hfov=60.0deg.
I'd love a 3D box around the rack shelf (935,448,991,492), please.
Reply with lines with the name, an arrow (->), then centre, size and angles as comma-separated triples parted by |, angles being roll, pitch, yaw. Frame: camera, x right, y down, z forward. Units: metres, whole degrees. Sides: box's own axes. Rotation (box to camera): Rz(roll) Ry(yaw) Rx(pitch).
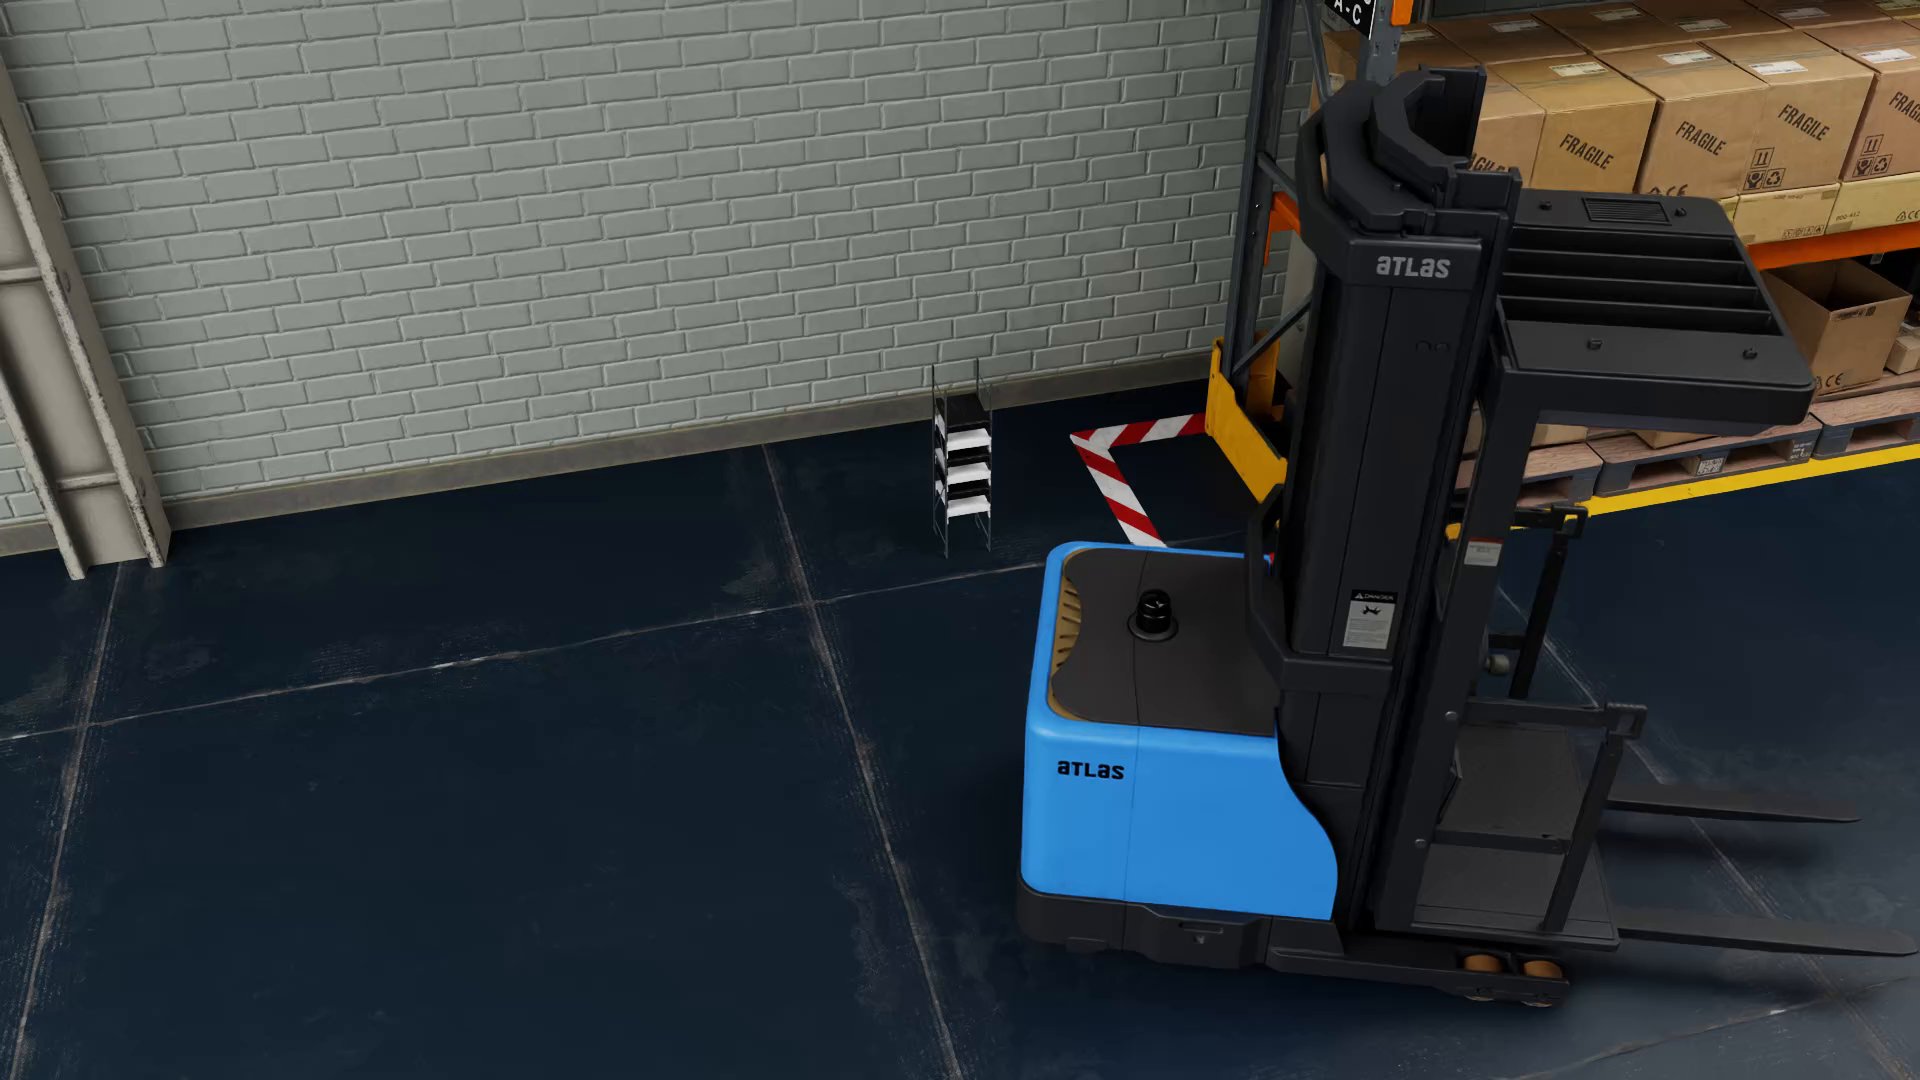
rack shelf -> 0.008, -0.332, 7.499 | 0.200, 0.077, 0.258 | -9, 38, -12

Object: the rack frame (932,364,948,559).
rack frame -> -0.090, -0.343, 7.457 | 0.006, 0.900, 0.240 | -9, 38, -12

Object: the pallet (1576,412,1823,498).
pallet -> 3.521, -0.668, 8.449 | 1.213, 0.211, 1.003 | -9, 38, -12

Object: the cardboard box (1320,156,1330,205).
cardboard box -> 1.879, -1.600, 7.480 | 0.500, 0.250, 0.500 | -9, 38, -11

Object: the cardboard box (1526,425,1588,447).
cardboard box -> 2.720, -0.718, 8.071 | 0.500, 0.311, 0.500 | -6, 38, -8

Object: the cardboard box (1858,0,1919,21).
cardboard box -> 4.332, -2.312, 7.794 | 0.500, 0.500, 0.500 | -10, 38, -12

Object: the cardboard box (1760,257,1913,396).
cardboard box -> 4.349, -1.092, 8.404 | 0.500, 0.500, 0.500 | -12, 39, -15

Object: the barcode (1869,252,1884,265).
barcode -> 4.756, -1.462, 8.624 | 0.075, 0.075, 0.001 | -9, 38, -12

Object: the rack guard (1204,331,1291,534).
rack guard -> 1.552, -0.483, 7.970 | 0.348, 0.500, 1.175 | -9, 38, -12

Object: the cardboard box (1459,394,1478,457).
cardboard box -> 2.170, -0.628, 7.953 | 0.500, 0.311, 0.500 | -14, 39, -17

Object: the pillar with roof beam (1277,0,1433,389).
pillar with roof beam -> 3.051, -1.940, 2.880 | 0.400, 9.000, 9.100 | -9, 38, -12

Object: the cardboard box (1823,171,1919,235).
cardboard box -> 3.997, -1.631, 7.520 | 0.500, 0.250, 0.500 | -10, 38, -12

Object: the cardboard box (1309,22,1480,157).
cardboard box -> 1.878, -1.910, 7.267 | 0.500, 0.500, 0.500 | -10, 38, -12

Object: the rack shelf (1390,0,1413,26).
rack shelf -> 3.409, -2.687, 6.917 | 4.000, 0.370, 1.077 | -9, 38, -12

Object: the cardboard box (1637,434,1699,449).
cardboard box -> 3.442, -0.880, 8.127 | 0.500, 0.500, 0.700 | -12, 39, -15

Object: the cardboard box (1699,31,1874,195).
cardboard box -> 3.493, -1.849, 7.188 | 0.500, 0.500, 0.500 | -8, 38, -11

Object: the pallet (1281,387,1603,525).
pallet -> 2.345, -0.477, 8.199 | 1.213, 0.211, 1.003 | -9, 38, -12

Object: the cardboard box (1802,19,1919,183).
cardboard box -> 3.995, -1.932, 7.296 | 0.500, 0.500, 0.500 | -10, 39, -13

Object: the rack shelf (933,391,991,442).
rack shelf -> 0.008, -0.547, 7.334 | 0.200, 0.077, 0.258 | -9, 38, -12

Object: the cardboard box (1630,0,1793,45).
cardboard box -> 3.351, -2.148, 7.579 | 0.500, 0.500, 0.500 | -9, 38, -11

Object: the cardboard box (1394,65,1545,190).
cardboard box -> 2.018, -1.610, 6.875 | 0.500, 0.500, 0.500 | -9, 38, -12

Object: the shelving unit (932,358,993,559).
shelving unit -> 0.008, -0.359, 7.478 | 0.210, 0.900, 0.258 | -9, 38, -12

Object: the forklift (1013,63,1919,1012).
forklift -> 1.751, 0.093, 5.216 | 3.031, 2.935, 1.130 | 5, 38, 7

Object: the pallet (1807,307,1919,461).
pallet -> 4.701, -0.863, 8.705 | 1.213, 0.211, 1.003 | -9, 38, -12

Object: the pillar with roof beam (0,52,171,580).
pillar with roof beam -> -2.741, -0.990, 1.637 | 0.400, 9.000, 9.100 | -9, 38, -12

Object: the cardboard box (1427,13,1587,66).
cardboard box -> 2.367, -1.984, 7.364 | 0.500, 0.500, 0.500 | -9, 38, -11

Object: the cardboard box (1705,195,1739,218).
cardboard box -> 3.023, -1.471, 7.312 | 0.500, 0.250, 0.500 | -10, 39, -13

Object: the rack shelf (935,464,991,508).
rack shelf -> 0.008, -0.261, 7.553 | 0.200, 0.077, 0.258 | -9, 38, -12

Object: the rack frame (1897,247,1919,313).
rack frame -> 5.340, -2.098, 8.023 | 0.127, 3.000, 1.000 | -9, 38, -12

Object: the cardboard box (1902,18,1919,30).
cardboard box -> 4.484, -2.005, 7.392 | 0.500, 0.500, 0.500 | -10, 38, -12

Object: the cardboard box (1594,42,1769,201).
cardboard box -> 2.998, -1.760, 7.072 | 0.500, 0.500, 0.500 | -11, 39, -13

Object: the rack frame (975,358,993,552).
rack frame -> 0.106, -0.375, 7.499 | 0.006, 0.900, 0.240 | -9, 38, -12

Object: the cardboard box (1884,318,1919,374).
cardboard box -> 4.832, -1.045, 8.617 | 0.250, 0.166, 0.380 | -14, 40, -18

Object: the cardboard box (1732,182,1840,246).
cardboard box -> 3.512, -1.550, 7.415 | 0.500, 0.250, 0.500 | -9, 38, -12

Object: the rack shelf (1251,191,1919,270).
rack shelf -> 3.409, -1.495, 7.828 | 4.000, 0.370, 1.077 | -9, 38, -12

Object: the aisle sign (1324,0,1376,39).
aisle sign -> 1.487, -2.309, 6.160 | 0.004, 0.787, 0.394 | -9, 38, -12

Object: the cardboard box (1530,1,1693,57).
cardboard box -> 2.865, -2.068, 7.474 | 0.500, 0.500, 0.500 | -10, 39, -13

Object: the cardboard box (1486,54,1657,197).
cardboard box -> 2.498, -1.682, 6.970 | 0.500, 0.500, 0.500 | -9, 38, -12

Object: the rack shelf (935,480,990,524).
rack shelf -> 0.008, -0.189, 7.608 | 0.200, 0.077, 0.258 | -9, 38, -12

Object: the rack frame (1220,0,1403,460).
rack frame -> 1.479, -1.464, 7.195 | 0.127, 3.000, 1.000 | -9, 38, -12

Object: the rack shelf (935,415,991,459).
rack shelf -> 0.008, -0.475, 7.389 | 0.200, 0.077, 0.258 | -9, 38, -12

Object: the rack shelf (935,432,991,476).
rack shelf -> 0.008, -0.404, 7.444 | 0.200, 0.077, 0.258 | -9, 38, -12

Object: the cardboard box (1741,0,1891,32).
cardboard box -> 3.849, -2.237, 7.695 | 0.500, 0.500, 0.500 | -8, 38, -11
